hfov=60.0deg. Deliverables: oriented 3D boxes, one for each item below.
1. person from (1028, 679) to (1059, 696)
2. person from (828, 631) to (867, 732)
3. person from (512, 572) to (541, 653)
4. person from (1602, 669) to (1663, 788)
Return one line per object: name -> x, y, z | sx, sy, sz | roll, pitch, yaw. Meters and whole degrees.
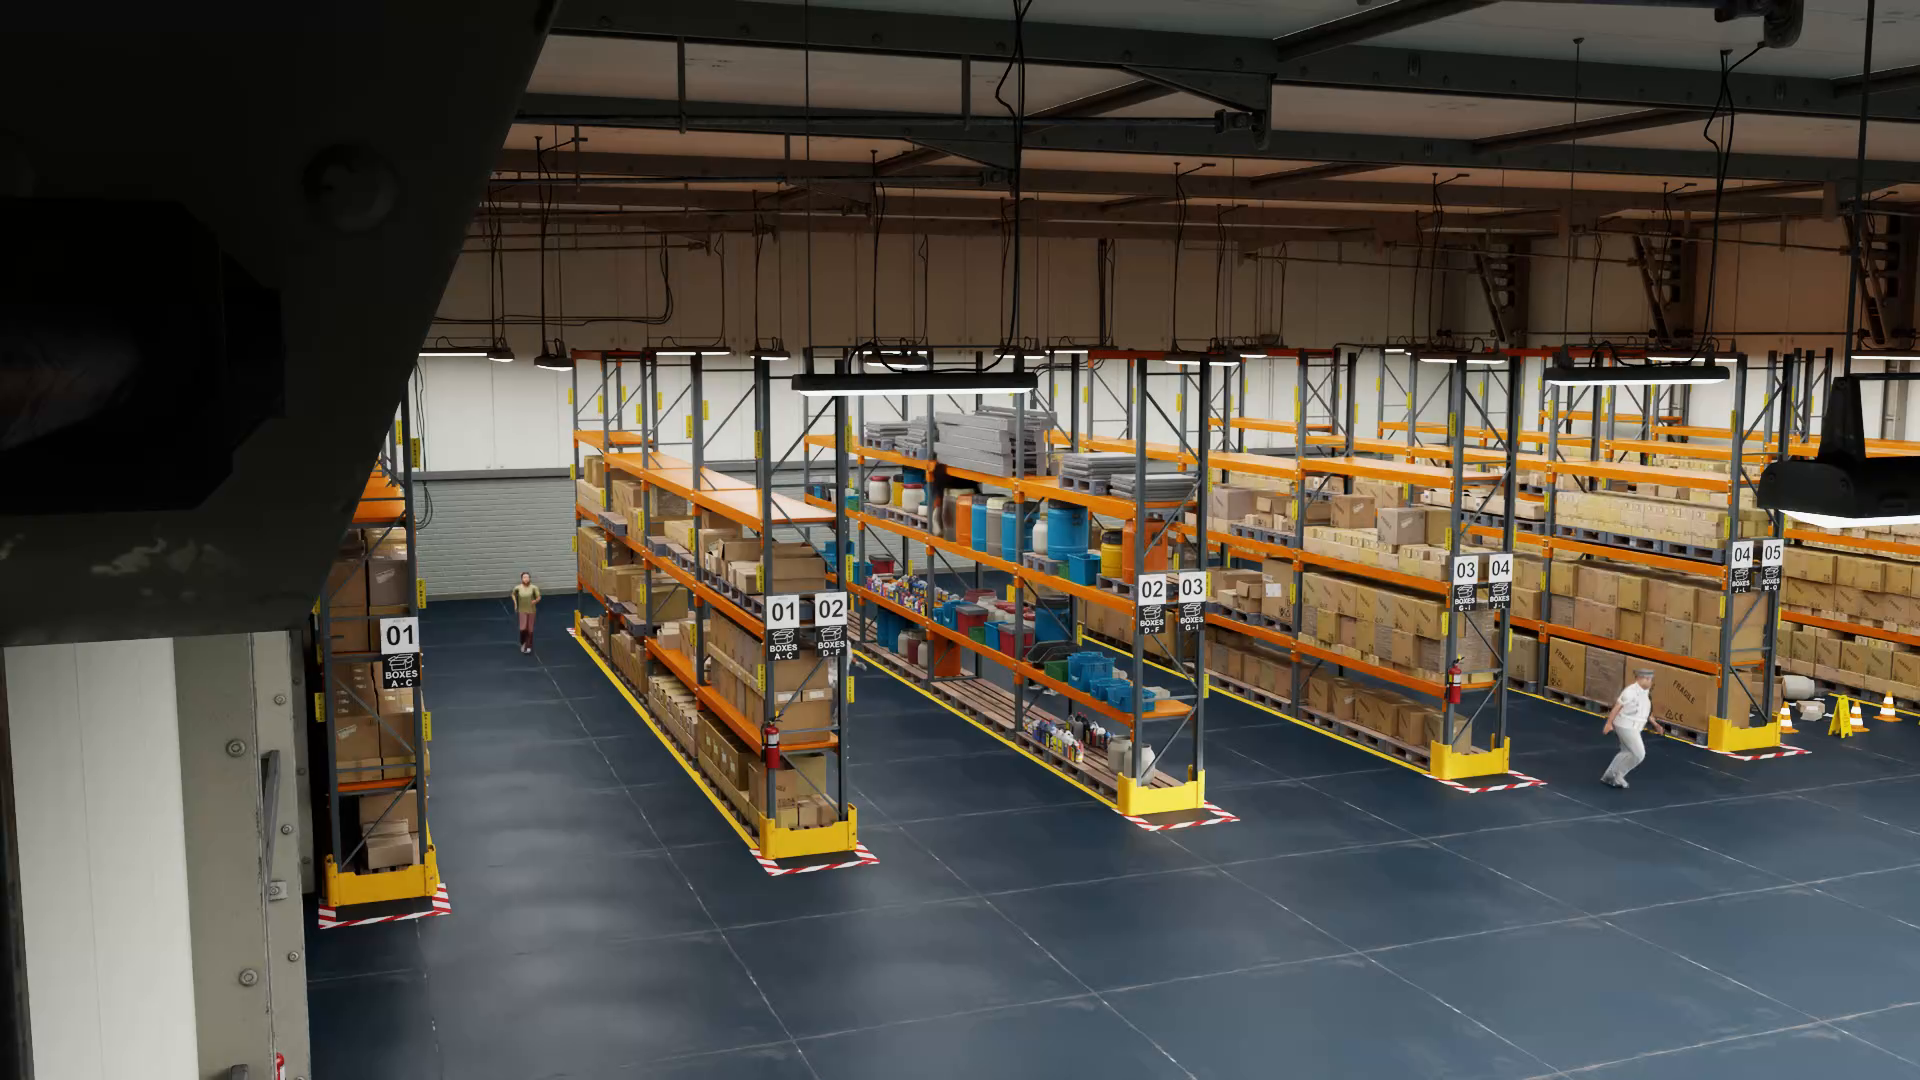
person -> 1.563, 1.951, 29.259 | 0.795, 1.532, 0.559 | 2, 7, 15
person -> -1.883, 2.200, 26.572 | 0.784, 1.714, 0.701 | 3, 8, 19
person -> -8.539, 1.435, 32.776 | 0.567, 1.629, 0.599 | -2, 7, -14
person -> 9.359, 2.617, 23.145 | 0.733, 1.700, 0.647 | 5, 9, 36
